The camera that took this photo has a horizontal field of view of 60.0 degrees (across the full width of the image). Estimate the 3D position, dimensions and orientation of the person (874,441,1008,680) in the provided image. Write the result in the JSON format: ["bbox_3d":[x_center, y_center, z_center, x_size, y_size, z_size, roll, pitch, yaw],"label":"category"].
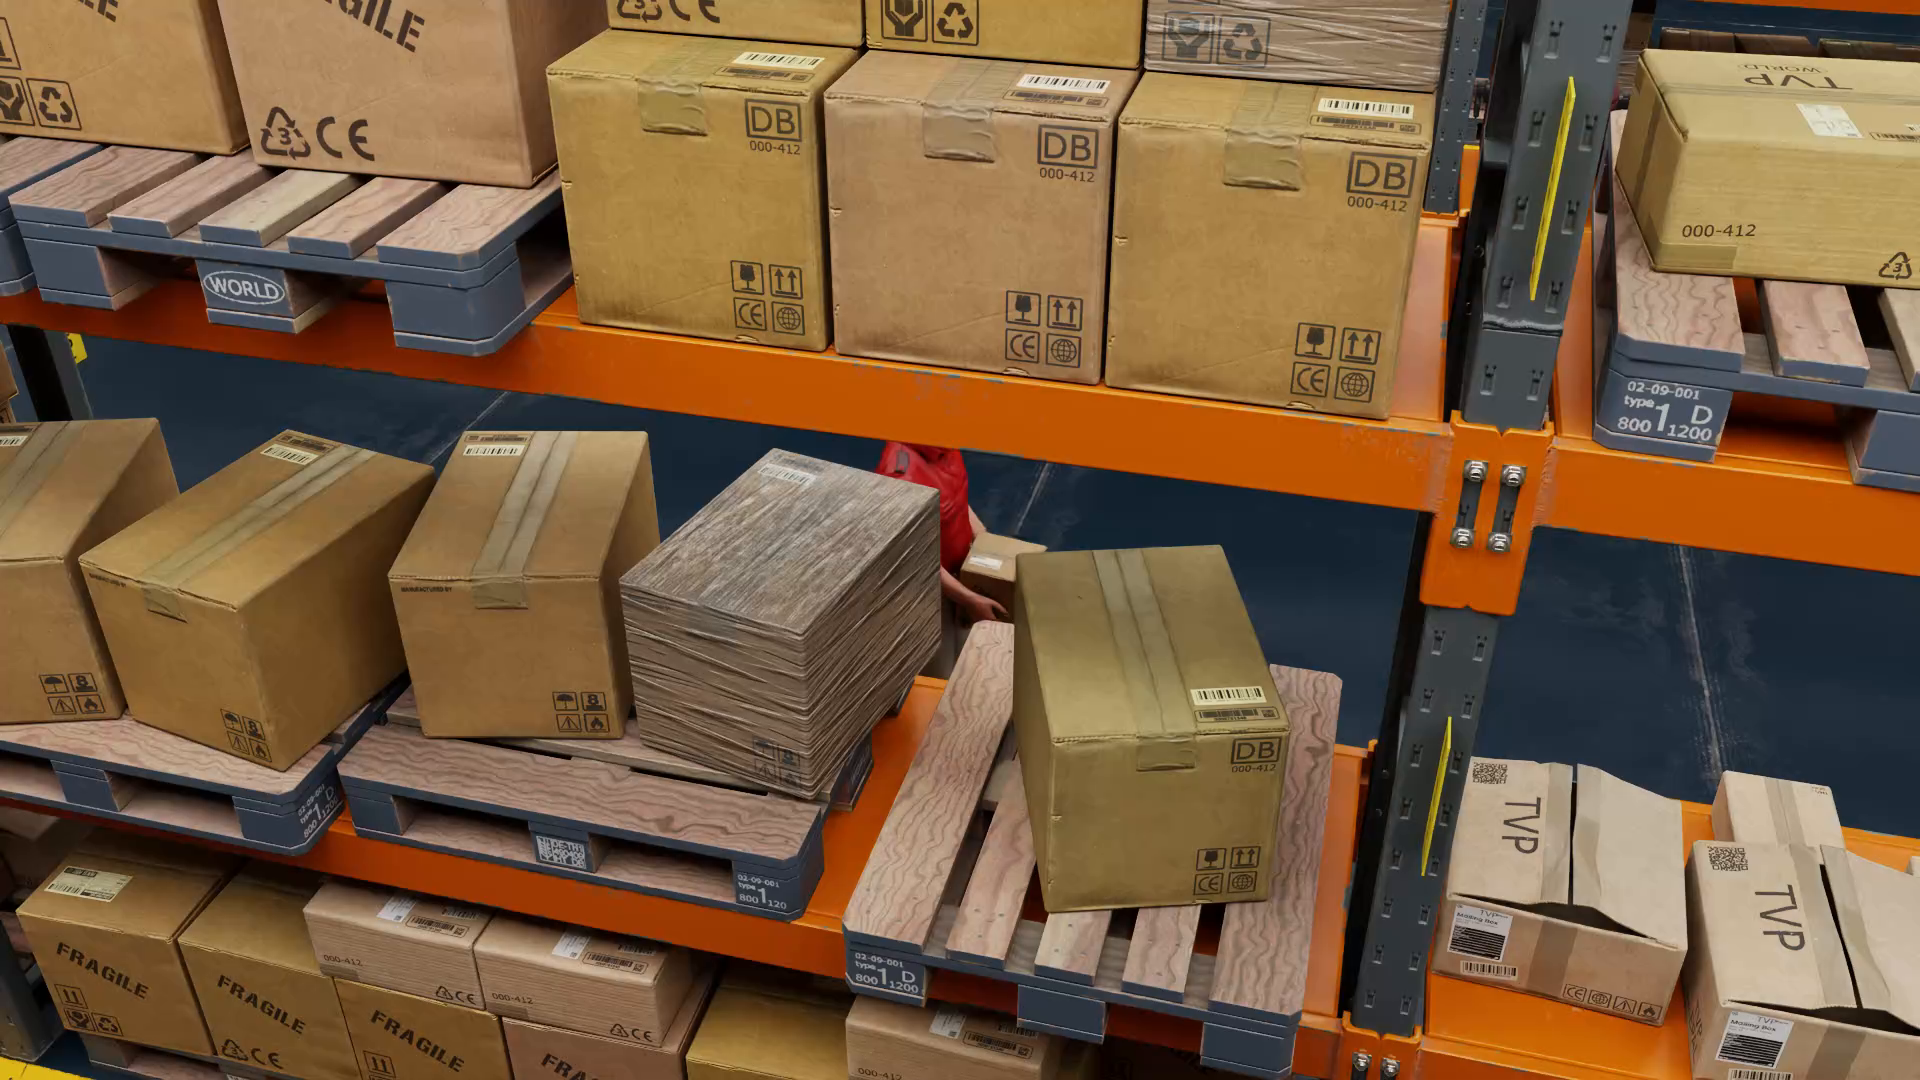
[{"bbox_3d":[-0.042,0.180,5.864,0.496,1.732,0.527,8,34,13],"label":"person"}]
